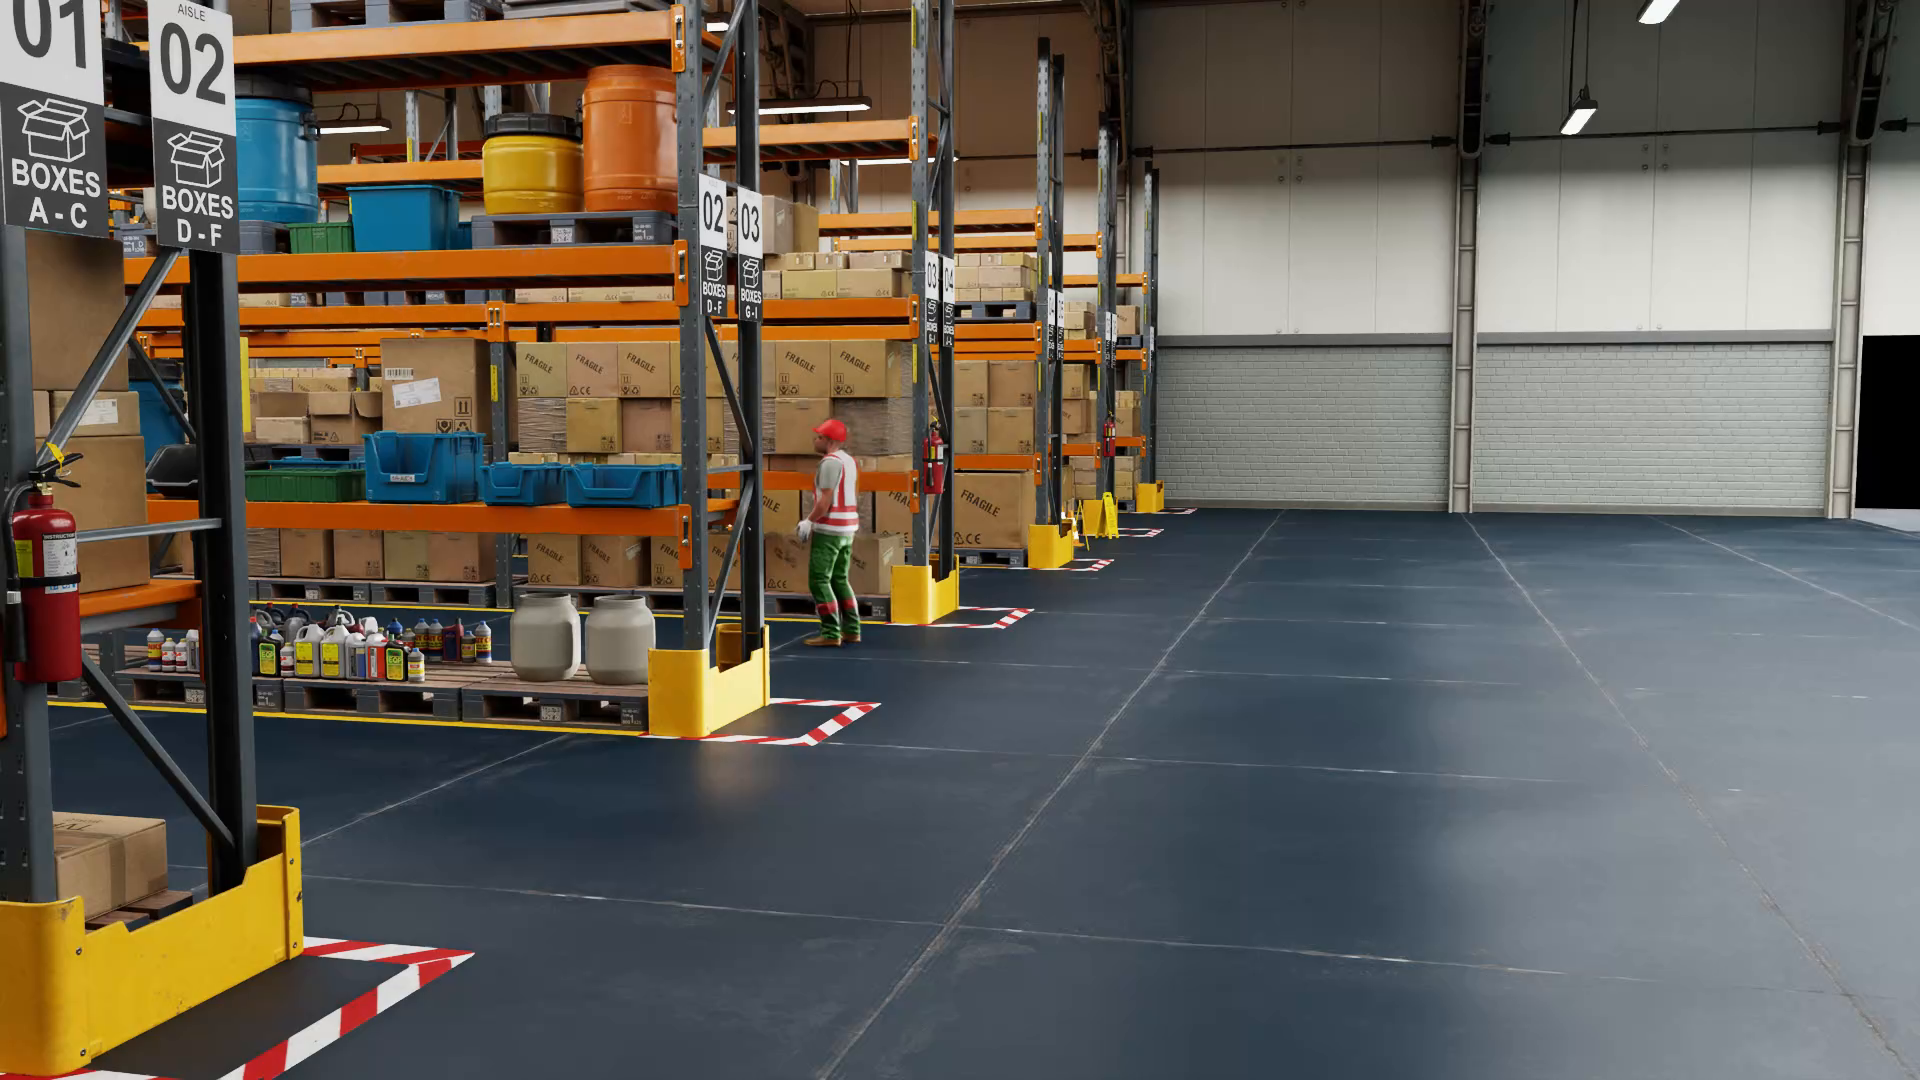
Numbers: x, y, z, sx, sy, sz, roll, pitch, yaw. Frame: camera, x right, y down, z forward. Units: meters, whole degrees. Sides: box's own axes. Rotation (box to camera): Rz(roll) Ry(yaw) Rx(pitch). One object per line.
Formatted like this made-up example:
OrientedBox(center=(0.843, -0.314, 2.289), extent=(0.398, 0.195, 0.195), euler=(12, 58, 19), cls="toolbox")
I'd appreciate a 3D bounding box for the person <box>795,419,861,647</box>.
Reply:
OrientedBox(center=(-1.016, -0.061, 13.082), extent=(0.415, 1.782, 0.591), euler=(2, 5, 20), cls="person")
